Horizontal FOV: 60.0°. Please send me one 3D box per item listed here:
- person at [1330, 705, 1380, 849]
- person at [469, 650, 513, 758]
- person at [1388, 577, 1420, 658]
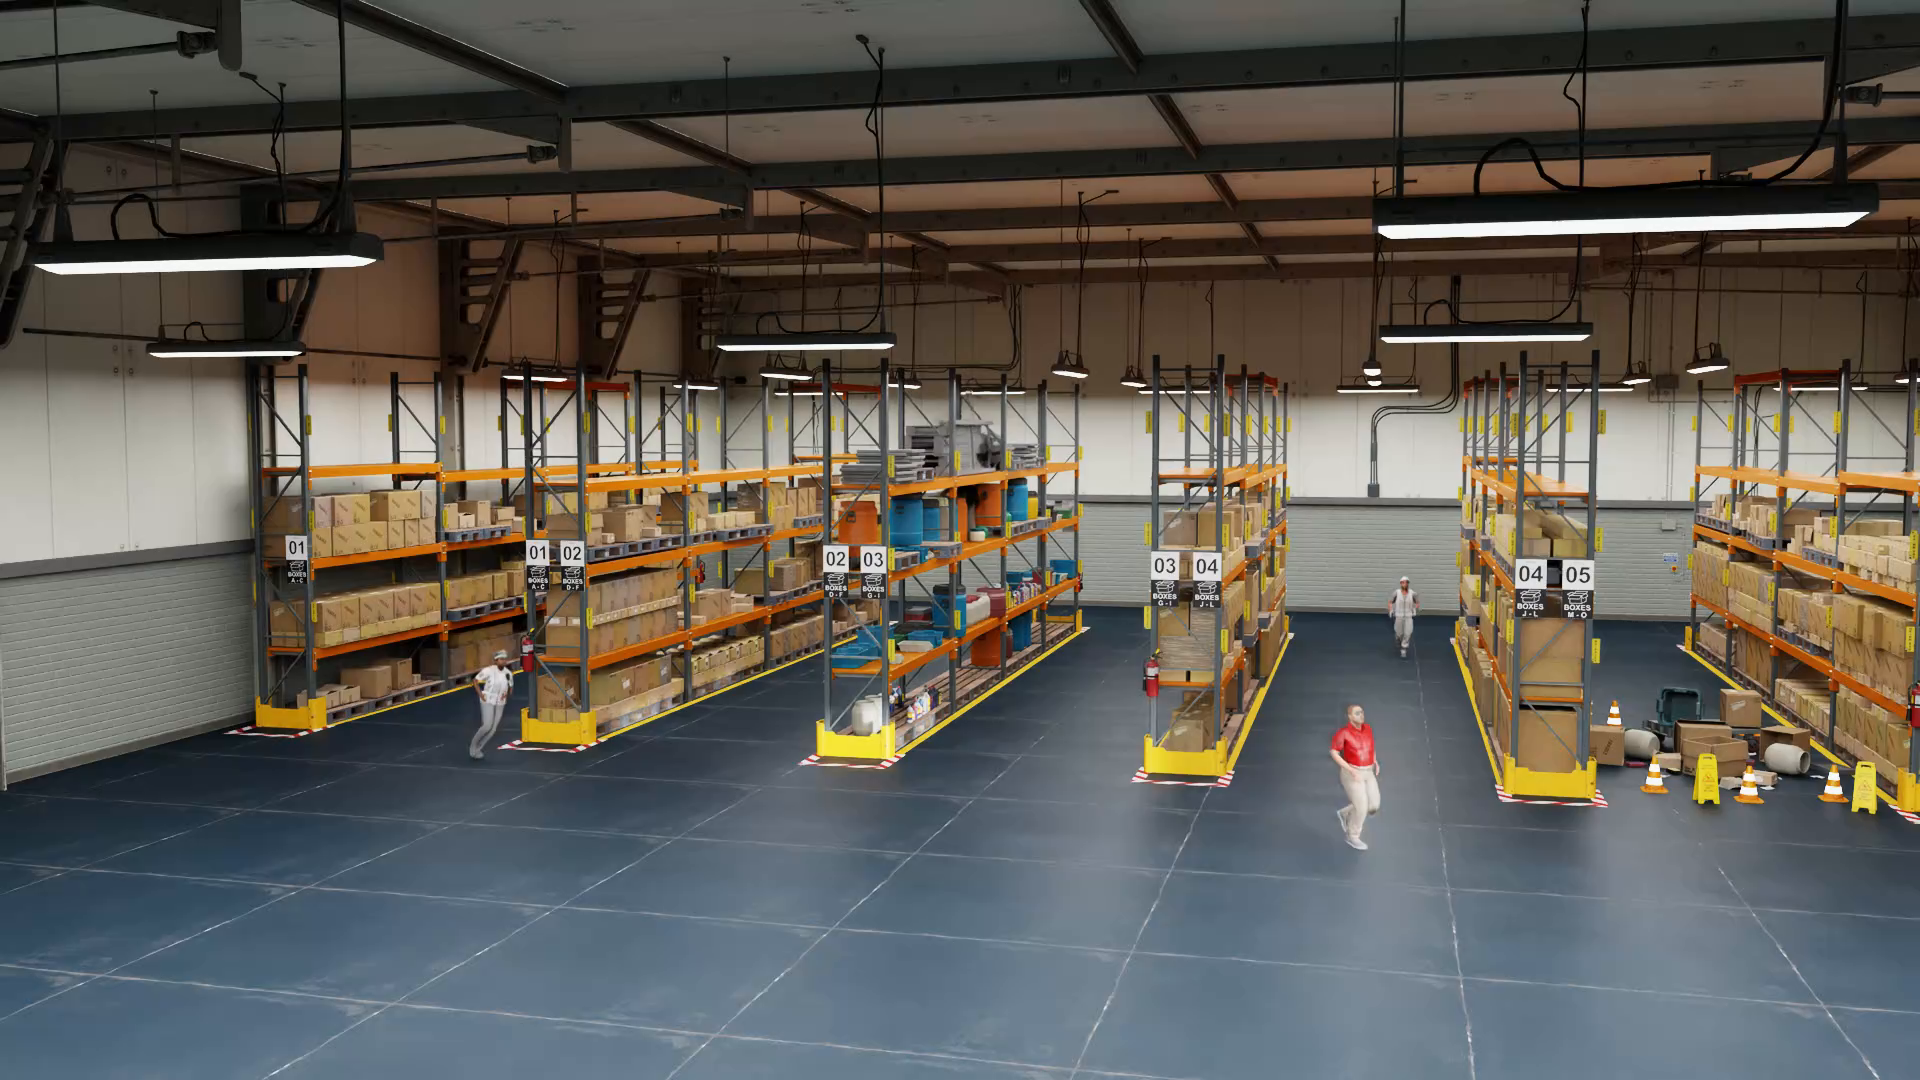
[{"bbox_3d":[4.713,2.801,19.821,0.661,1.697,0.542,-3,5,-33],"label":"person"},{"bbox_3d":[-7.025,2.458,25.012,0.647,1.615,0.550,-3,5,-41],"label":"person"},{"bbox_3d":[9.594,1.660,35.915,0.666,1.741,0.629,1,4,11],"label":"person"}]
